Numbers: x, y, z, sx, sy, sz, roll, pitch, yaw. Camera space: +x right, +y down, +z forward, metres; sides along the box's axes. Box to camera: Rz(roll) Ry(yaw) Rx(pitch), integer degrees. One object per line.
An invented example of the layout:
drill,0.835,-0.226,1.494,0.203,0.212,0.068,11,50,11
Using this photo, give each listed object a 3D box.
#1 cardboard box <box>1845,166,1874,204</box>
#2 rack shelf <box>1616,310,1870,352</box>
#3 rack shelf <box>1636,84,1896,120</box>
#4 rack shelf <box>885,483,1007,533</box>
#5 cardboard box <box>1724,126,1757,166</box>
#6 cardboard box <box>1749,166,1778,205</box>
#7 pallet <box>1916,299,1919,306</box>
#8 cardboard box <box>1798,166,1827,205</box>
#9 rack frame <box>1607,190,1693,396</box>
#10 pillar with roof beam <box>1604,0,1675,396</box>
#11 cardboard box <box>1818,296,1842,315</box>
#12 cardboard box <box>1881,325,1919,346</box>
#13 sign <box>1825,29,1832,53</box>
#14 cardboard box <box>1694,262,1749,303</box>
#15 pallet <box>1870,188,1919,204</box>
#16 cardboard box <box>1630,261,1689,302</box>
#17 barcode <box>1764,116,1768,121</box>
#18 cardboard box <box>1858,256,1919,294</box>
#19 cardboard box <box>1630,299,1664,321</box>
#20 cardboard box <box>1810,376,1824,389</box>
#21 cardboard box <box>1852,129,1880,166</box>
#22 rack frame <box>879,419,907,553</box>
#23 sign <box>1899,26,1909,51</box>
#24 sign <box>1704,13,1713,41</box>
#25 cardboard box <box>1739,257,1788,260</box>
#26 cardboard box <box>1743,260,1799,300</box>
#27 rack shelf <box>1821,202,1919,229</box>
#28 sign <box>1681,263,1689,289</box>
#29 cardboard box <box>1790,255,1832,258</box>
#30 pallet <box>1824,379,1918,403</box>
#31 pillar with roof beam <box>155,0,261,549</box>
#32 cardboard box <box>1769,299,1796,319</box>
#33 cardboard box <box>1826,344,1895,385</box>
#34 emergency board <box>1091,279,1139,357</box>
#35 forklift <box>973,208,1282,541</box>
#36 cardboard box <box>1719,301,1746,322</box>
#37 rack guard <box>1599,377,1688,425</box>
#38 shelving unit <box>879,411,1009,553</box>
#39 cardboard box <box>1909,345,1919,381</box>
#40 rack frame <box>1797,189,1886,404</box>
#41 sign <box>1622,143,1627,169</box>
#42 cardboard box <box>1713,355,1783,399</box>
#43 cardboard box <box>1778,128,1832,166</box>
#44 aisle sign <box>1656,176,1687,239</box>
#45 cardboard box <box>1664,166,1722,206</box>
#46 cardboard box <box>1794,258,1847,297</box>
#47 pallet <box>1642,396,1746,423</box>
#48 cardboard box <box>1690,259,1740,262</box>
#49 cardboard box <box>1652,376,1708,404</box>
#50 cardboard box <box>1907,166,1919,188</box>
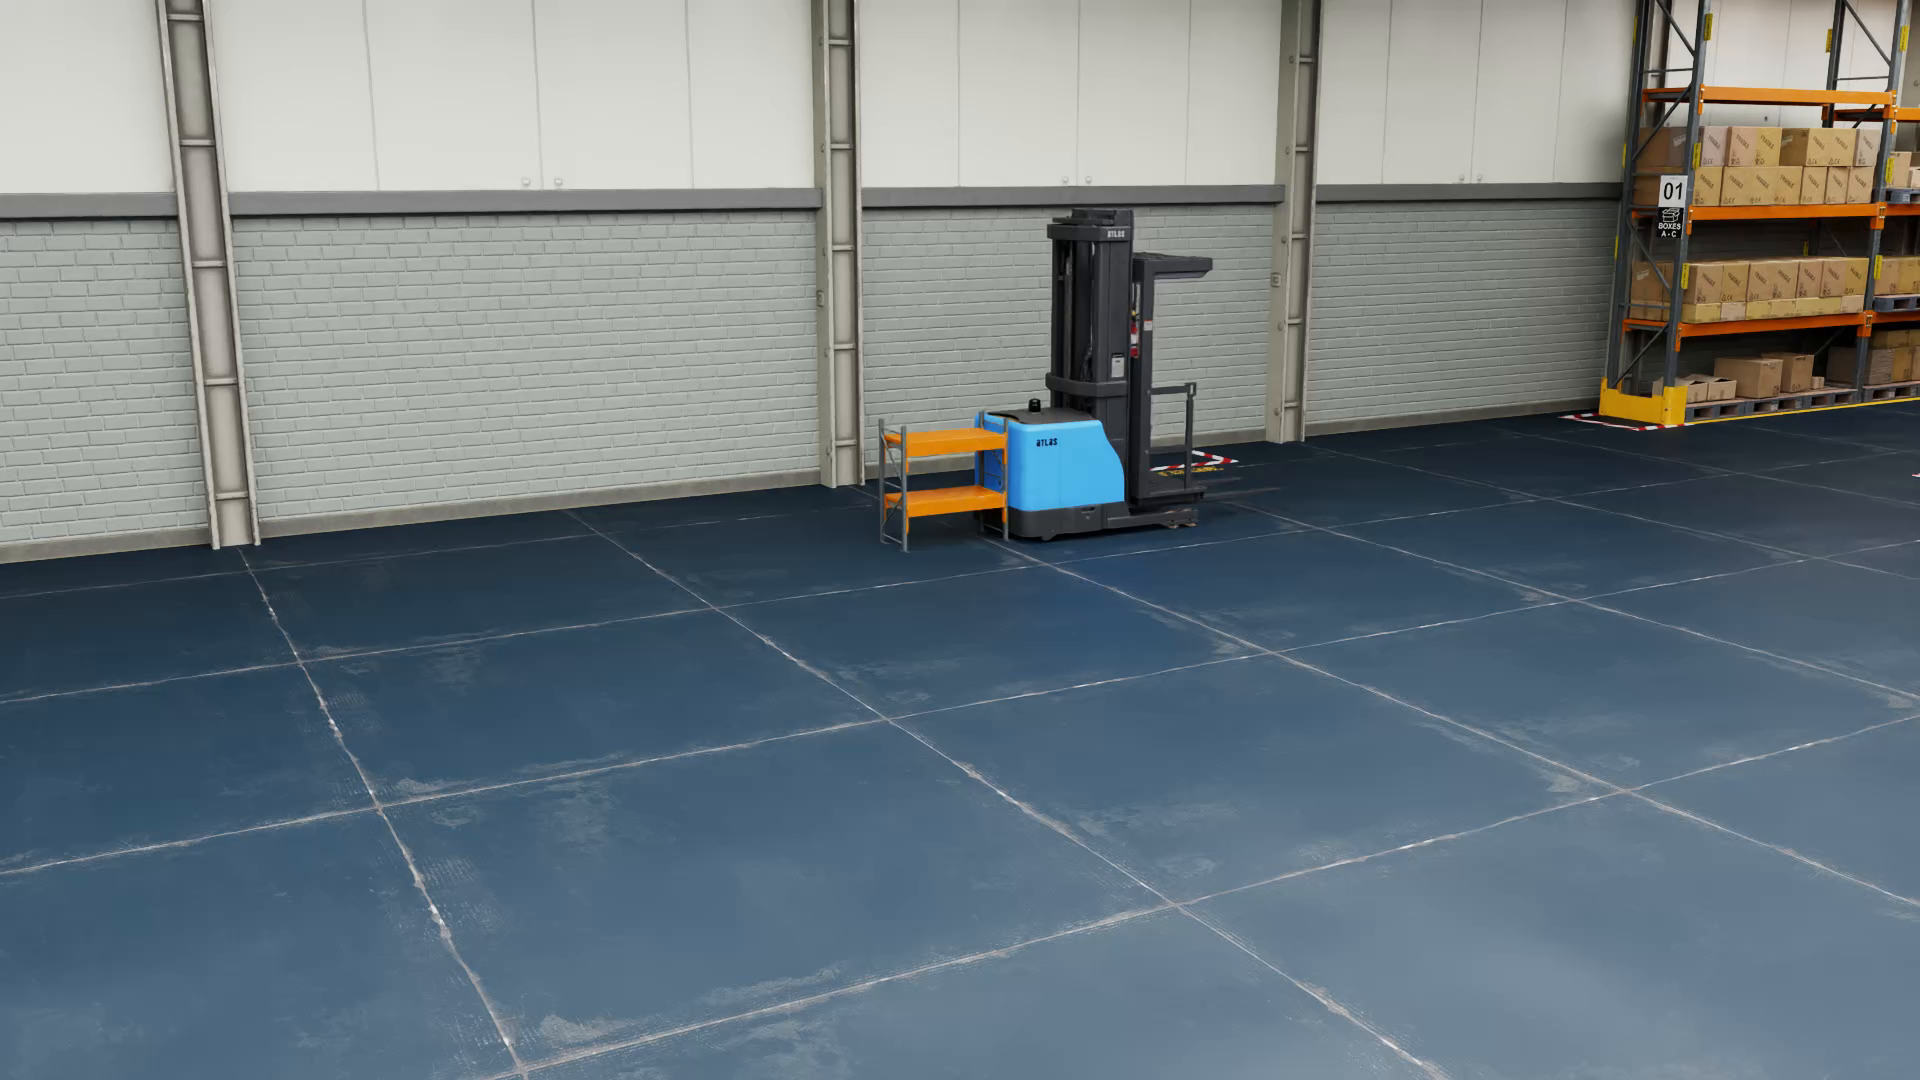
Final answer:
cardboard box,12.262,-4.926,23.060,0.500,0.500,0.500,-6,14,-26
rack shelf,10.834,-2.944,22.995,4.000,0.370,1.077,-7,14,-28
rack shelf,10.834,-5.869,22.337,4.000,0.370,1.077,-7,14,-28
rack shelf,-0.143,-0.294,14.968,1.000,0.278,0.538,-7,14,-27
cardboard box,9.997,-5.131,21.693,0.500,0.500,0.500,-7,14,-29
cardboard box,10.434,-4.698,22.048,0.500,0.500,0.500,-6,14,-25
pallet,14.382,-3.616,24.782,1.213,0.211,1.003,-7,14,-28
cardboard box,11.346,-4.810,22.544,0.500,0.500,0.500,-7,15,-30
rack frame,9.078,-3.084,21.982,0.127,3.000,1.000,-7,14,-28
pillar with roof beam,11.341,-5.422,18.704,0.400,9.000,9.100,-7,14,-28
cardboard box,11.877,-3.282,23.159,0.500,0.250,0.500,-7,14,-28
cardboard box,14.067,-3.049,24.809,0.500,0.250,0.500,-7,15,-29
sign,12.318,-7.071,23.545,0.005,0.325,0.100,-7,14,-28
cardboard box,10.080,-3.429,22.102,0.500,0.500,0.500,-7,14,-28
pallet,13.182,-4.921,23.740,1.003,0.211,1.213,-7,14,-28
cardboard box,9.390,-3.477,22.316,0.500,0.500,0.500,-7,14,-28
barcode,11.163,-5.832,23.032,0.075,0.075,0.001,-7,14,-28
cardboard box,13.546,-3.873,24.256,0.500,0.500,0.700,-5,14,-22
cardboard box,9.396,-3.107,22.380,0.500,0.250,0.500,-7,14,-27
cardboard box,12.134,-2.275,23.838,0.250,0.166,0.380,-9,16,-35
cardboard box,12.279,-5.410,22.933,0.500,0.500,0.500,-8,15,-33
rack frame,-0.593,-0.481,14.683,0.032,1.125,0.500,-7,14,-27
sign,12.833,-6.820,22.608,0.005,0.325,0.100,-7,14,-28
sign,9.338,-6.401,20.747,0.005,0.325,0.100,-7,14,-28
cardboard box,11.181,-3.693,23.276,0.500,0.500,0.500,-6,14,-26
cardboard box,10.984,-3.539,22.589,0.500,0.500,0.500,-6,14,-26
rack shelf,14.345,-4.828,24.536,4.000,0.370,1.077,-7,14,-28
sign,9.338,-3.402,21.422,0.005,0.325,0.100,-7,14,-28
cardboard box,12.077,-3.798,23.743,0.500,0.500,0.500,-7,15,-29
pallet,13.272,-2.227,24.523,1.213,0.211,1.003,-7,14,-28
pillar with roof beam,-4.458,-3.528,10.290,0.400,9.000,9.100,-7,14,-28
cardboard box,11.002,-3.173,22.674,0.500,0.250,0.500,-7,14,-27
cardboard box,13.227,-2.581,24.436,0.500,0.500,0.700,-6,14,-26
emergency board,1.824,-2.441,19.122,0.643,1.169,0.194,-7,14,-28
forklift,1.672,-1.631,15.679,3.031,2.935,1.130,-7,14,-27
cardboard box,10.108,-3.068,22.207,0.500,0.250,0.500,-7,15,-30
rack guard,9.145,-1.873,22.292,0.348,0.500,1.175,-7,14,-28
shelving unit,-0.143,-0.533,14.914,1.048,1.125,0.538,-7,14,-27
cardboard box,14.124,-2.691,24.924,0.500,0.500,0.700,-7,14,-27
rack frame,12.589,-3.505,23.851,0.127,3.000,1.000,-7,14,-28
sign,8.830,-5.089,22.040,0.005,0.325,0.100,-7,14,-28
cardboard box,10.897,-2.262,23.021,0.500,0.500,0.700,-8,15,-31
cardboard box,11.350,-5.293,22.414,0.500,0.500,0.500,-7,15,-30
aisle sign,9.159,-4.287,21.406,0.004,0.787,0.394,-7,14,-28
cardboard box,9.492,-4.593,21.581,0.500,0.500,0.500,-6,14,-26
cardboard box,11.887,-3.644,23.059,0.500,0.500,0.500,-7,14,-28
pallet,9.875,-1.810,22.673,1.213,0.211,1.003,-7,14,-28
cardboard box,10.288,-3.583,22.788,0.500,0.500,0.500,-7,15,-29
cardboard box,9.729,-2.042,22.475,0.500,0.311,0.500,-9,15,-34
cardboard box,13.648,-5.237,23.961,0.500,0.311,0.500,-6,14,-26
